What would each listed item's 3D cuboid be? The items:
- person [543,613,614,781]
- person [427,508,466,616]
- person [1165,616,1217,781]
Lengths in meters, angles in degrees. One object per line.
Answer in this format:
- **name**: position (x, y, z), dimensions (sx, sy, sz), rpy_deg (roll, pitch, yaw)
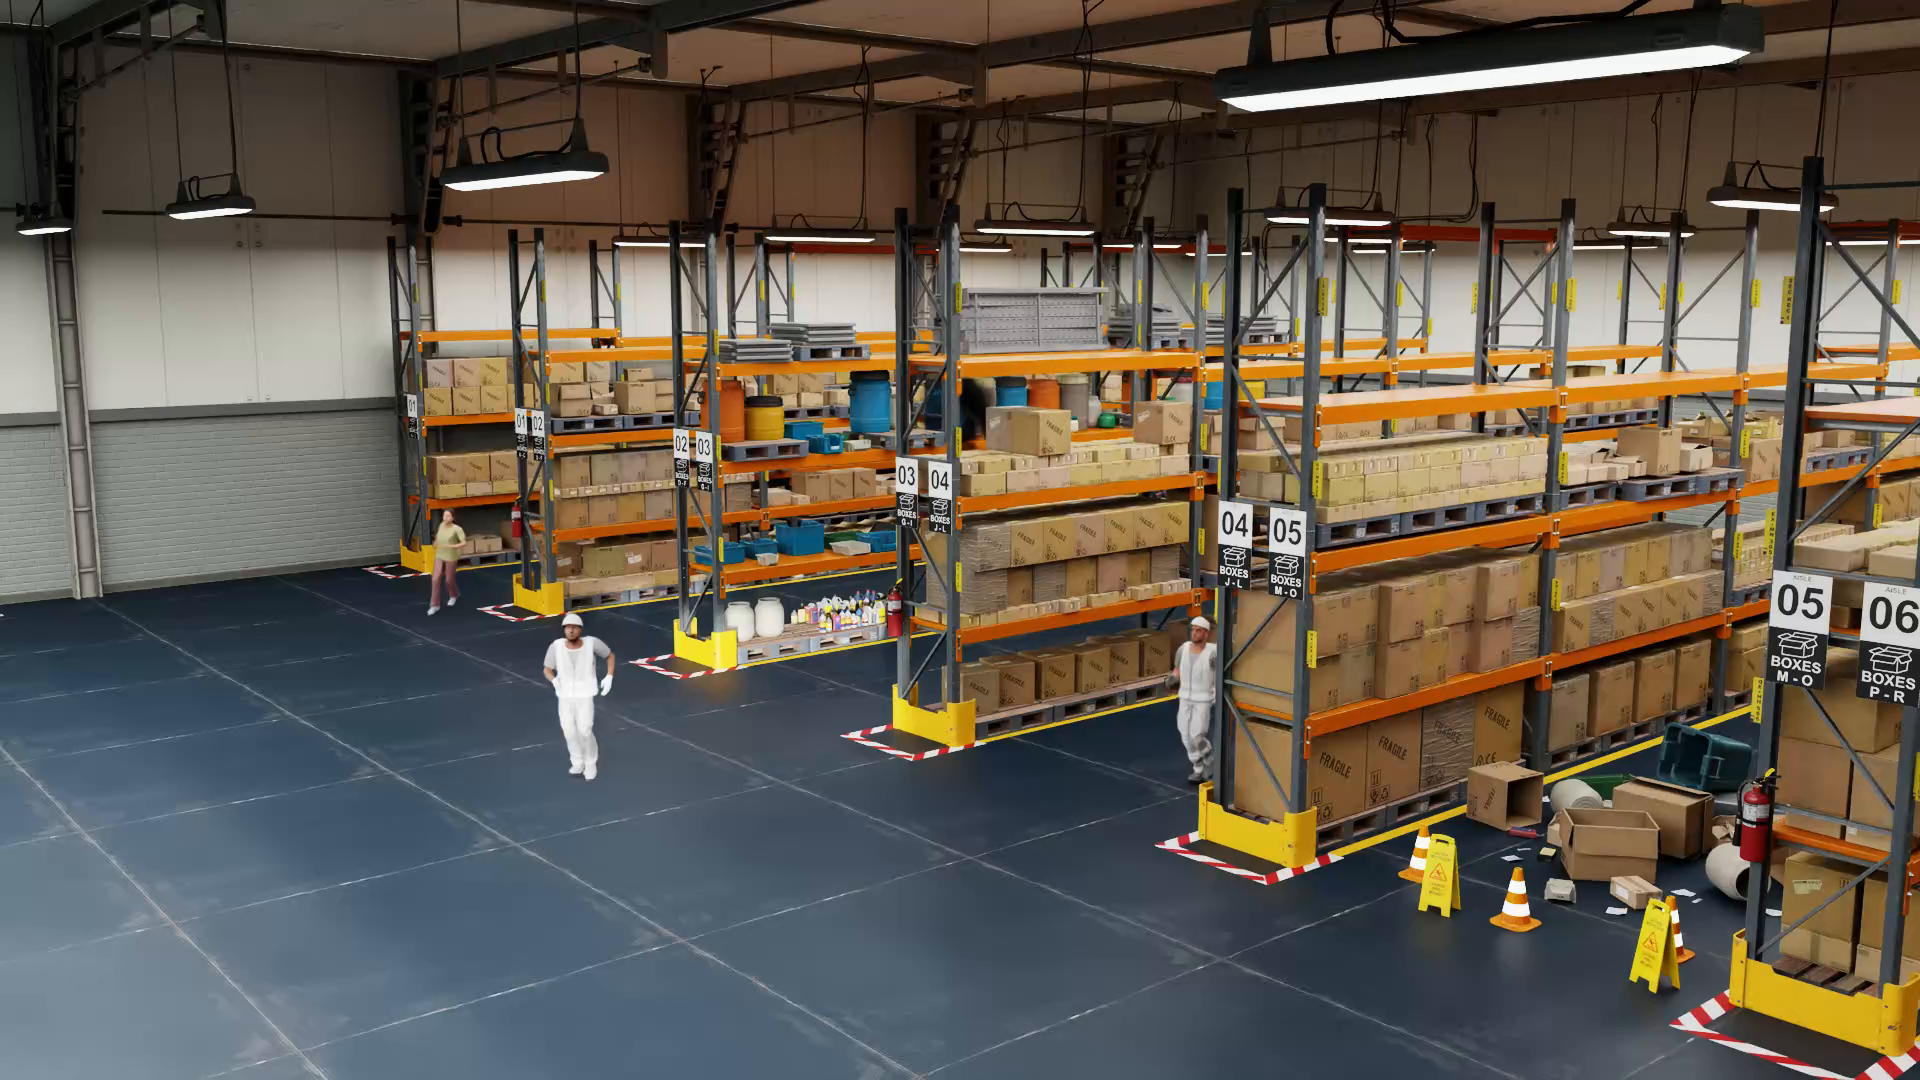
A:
- **person**: position (-3.982, 1.651, 17.333), dimensions (0.703, 1.794, 0.697), rpy_deg (0, 9, -3)
- **person**: position (-8.070, 0.316, 26.367), dimensions (0.595, 1.674, 0.902), rpy_deg (2, 9, 11)
- **person**: position (2.427, 1.665, 17.182), dimensions (0.643, 1.741, 0.581), rpy_deg (7, 11, 38)
